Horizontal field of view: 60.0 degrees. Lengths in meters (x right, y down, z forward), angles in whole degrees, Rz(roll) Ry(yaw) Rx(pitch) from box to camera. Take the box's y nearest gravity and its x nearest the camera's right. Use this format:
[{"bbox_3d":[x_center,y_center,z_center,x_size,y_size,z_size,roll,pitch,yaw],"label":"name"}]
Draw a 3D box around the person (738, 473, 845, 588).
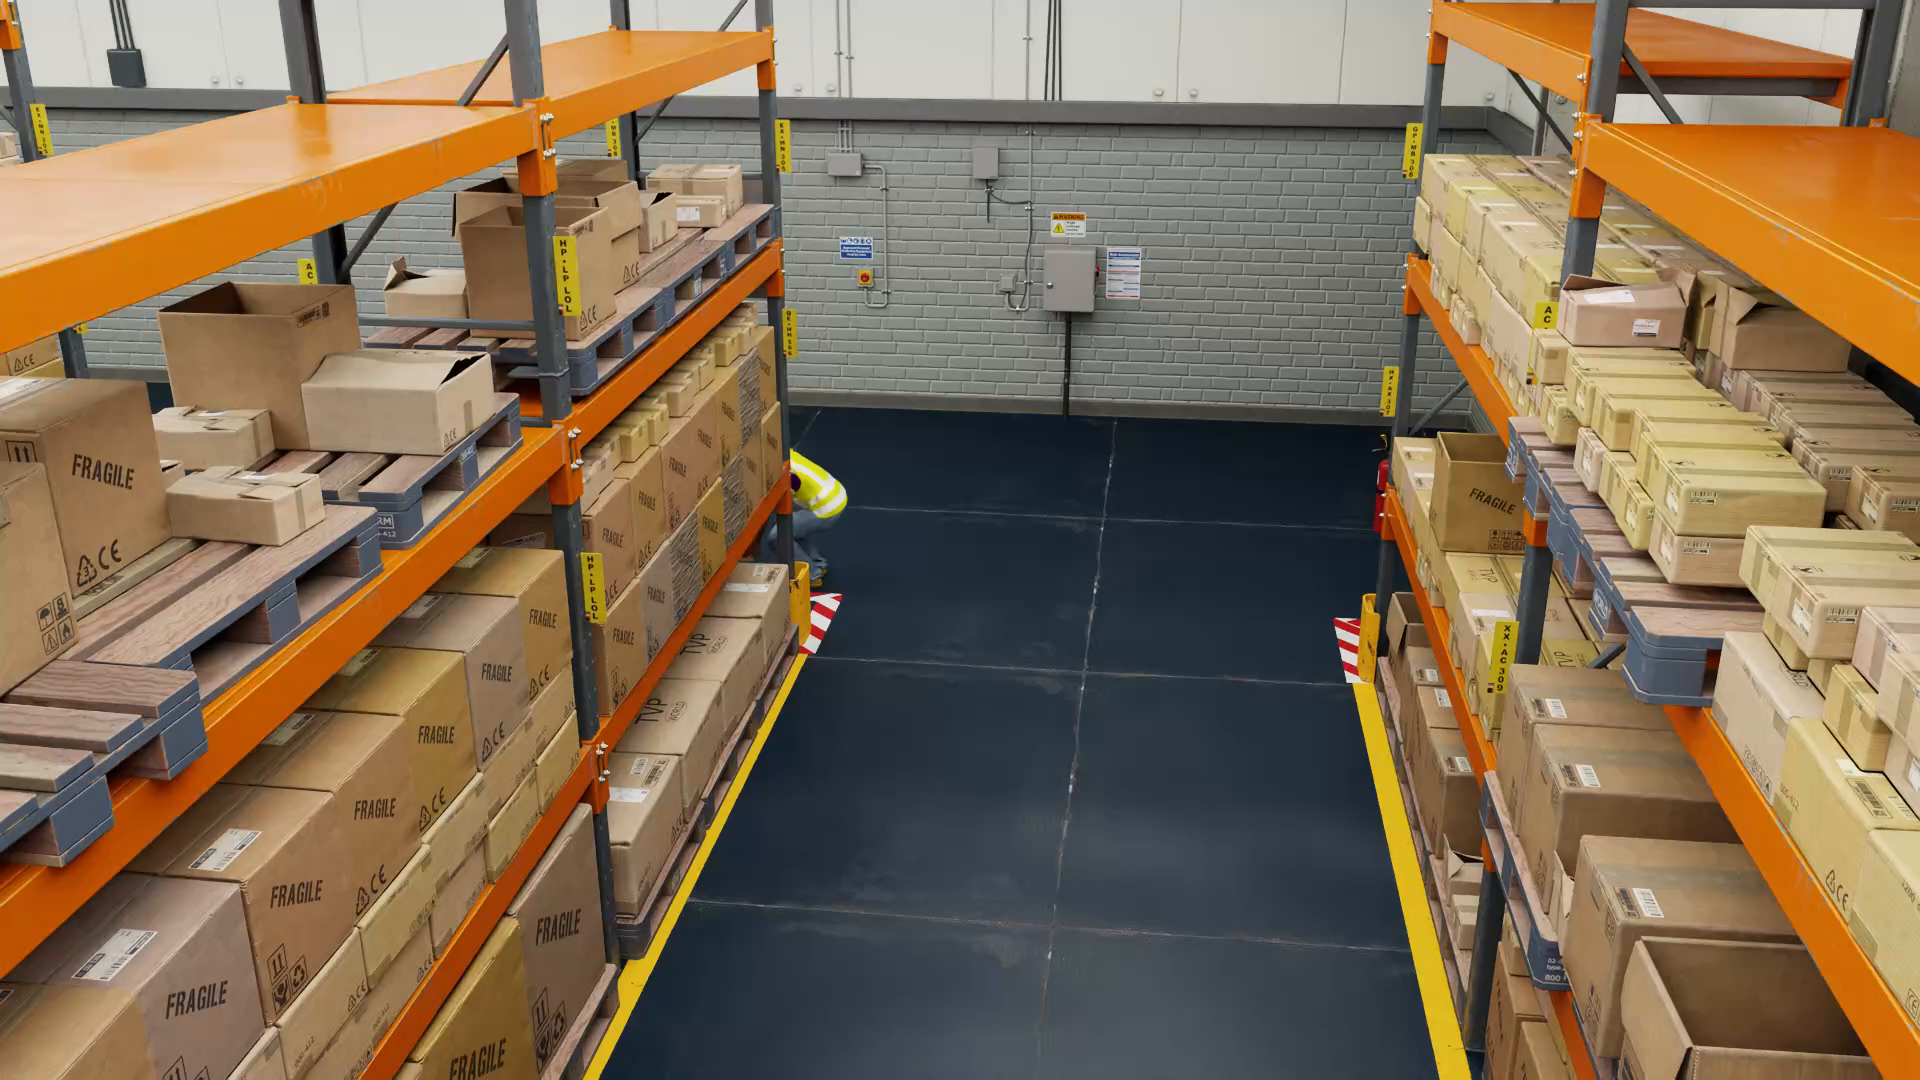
[{"bbox_3d":[-1.321,-0.147,12.516,0.895,0.995,0.588,1,21,2],"label":"person"}]
